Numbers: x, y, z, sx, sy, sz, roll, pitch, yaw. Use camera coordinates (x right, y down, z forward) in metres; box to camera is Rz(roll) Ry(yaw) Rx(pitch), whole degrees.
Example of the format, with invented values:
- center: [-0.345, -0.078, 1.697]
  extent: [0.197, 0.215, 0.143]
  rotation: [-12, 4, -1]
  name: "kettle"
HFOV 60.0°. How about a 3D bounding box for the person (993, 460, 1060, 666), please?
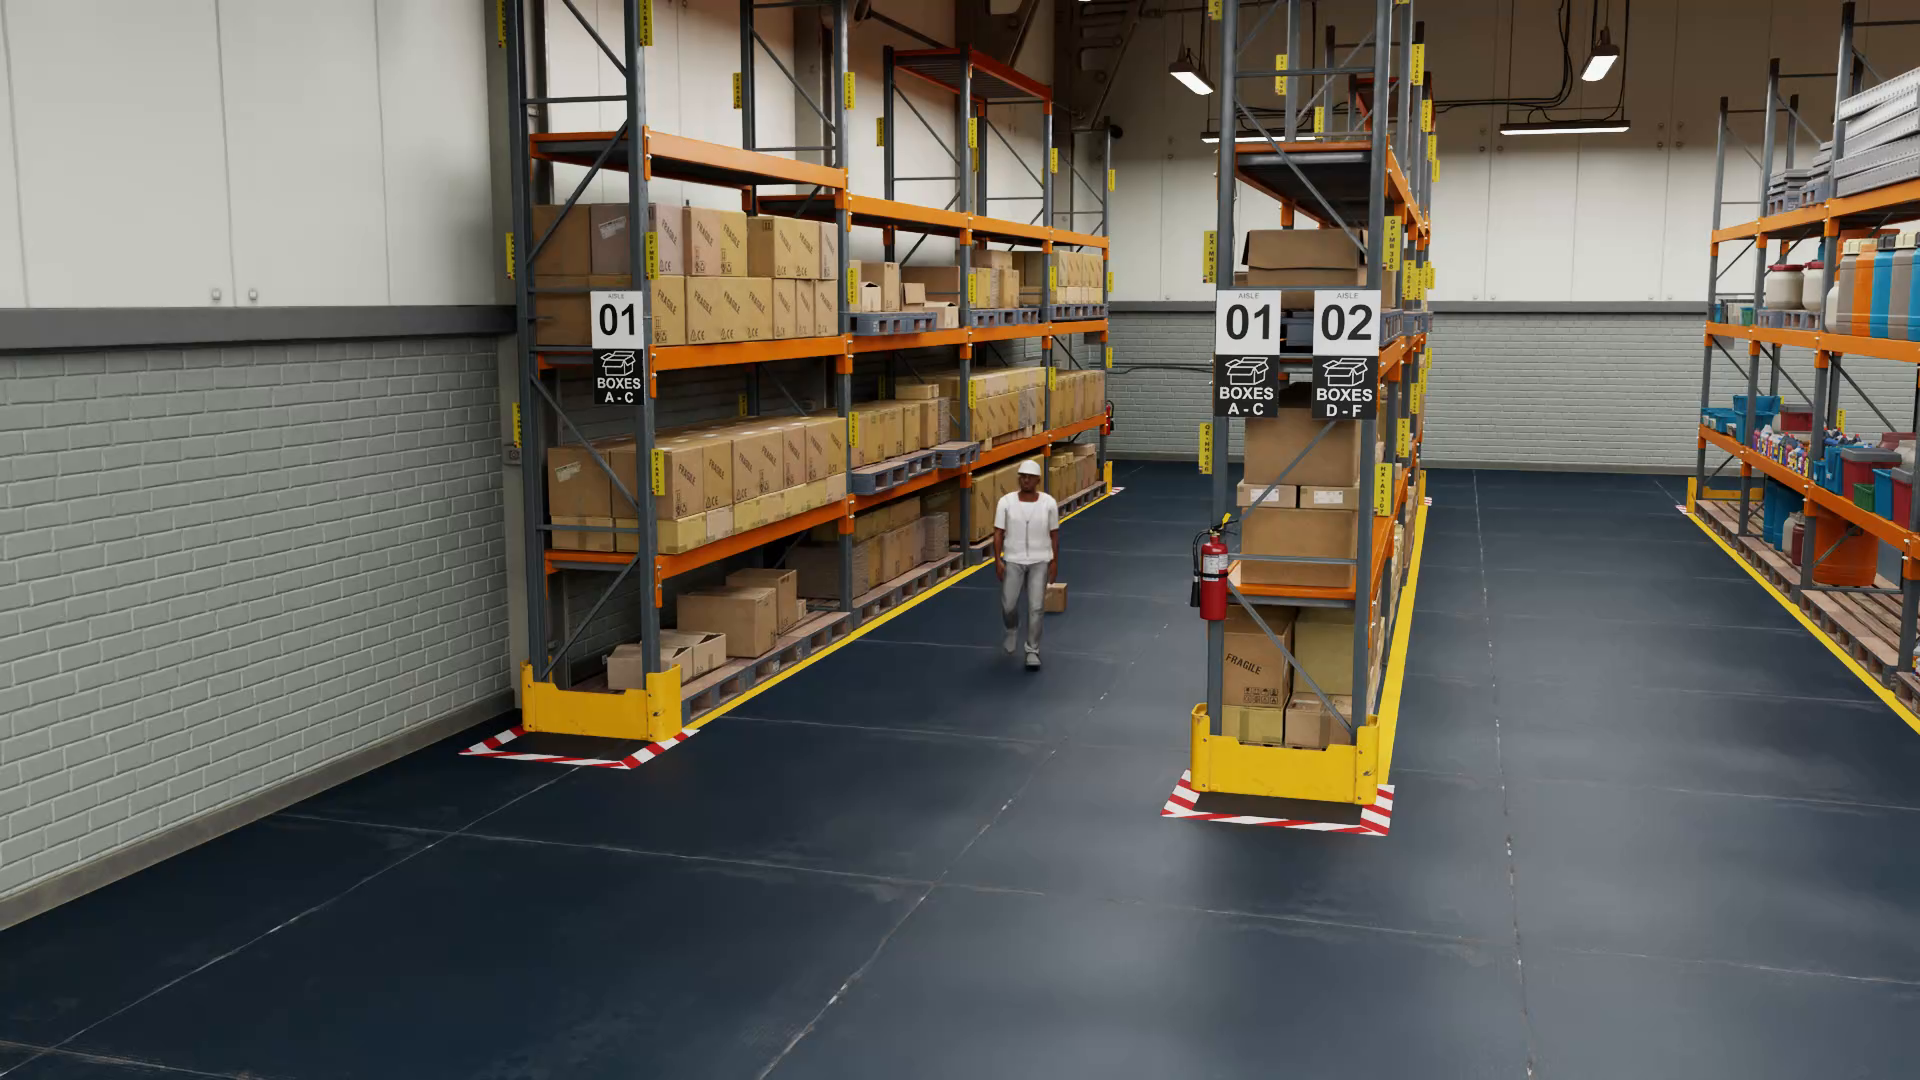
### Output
- center: [0.572, 0.185, 14.337]
  extent: [0.569, 1.757, 0.590]
  rotation: [0, 8, 2]
  name: "person"
